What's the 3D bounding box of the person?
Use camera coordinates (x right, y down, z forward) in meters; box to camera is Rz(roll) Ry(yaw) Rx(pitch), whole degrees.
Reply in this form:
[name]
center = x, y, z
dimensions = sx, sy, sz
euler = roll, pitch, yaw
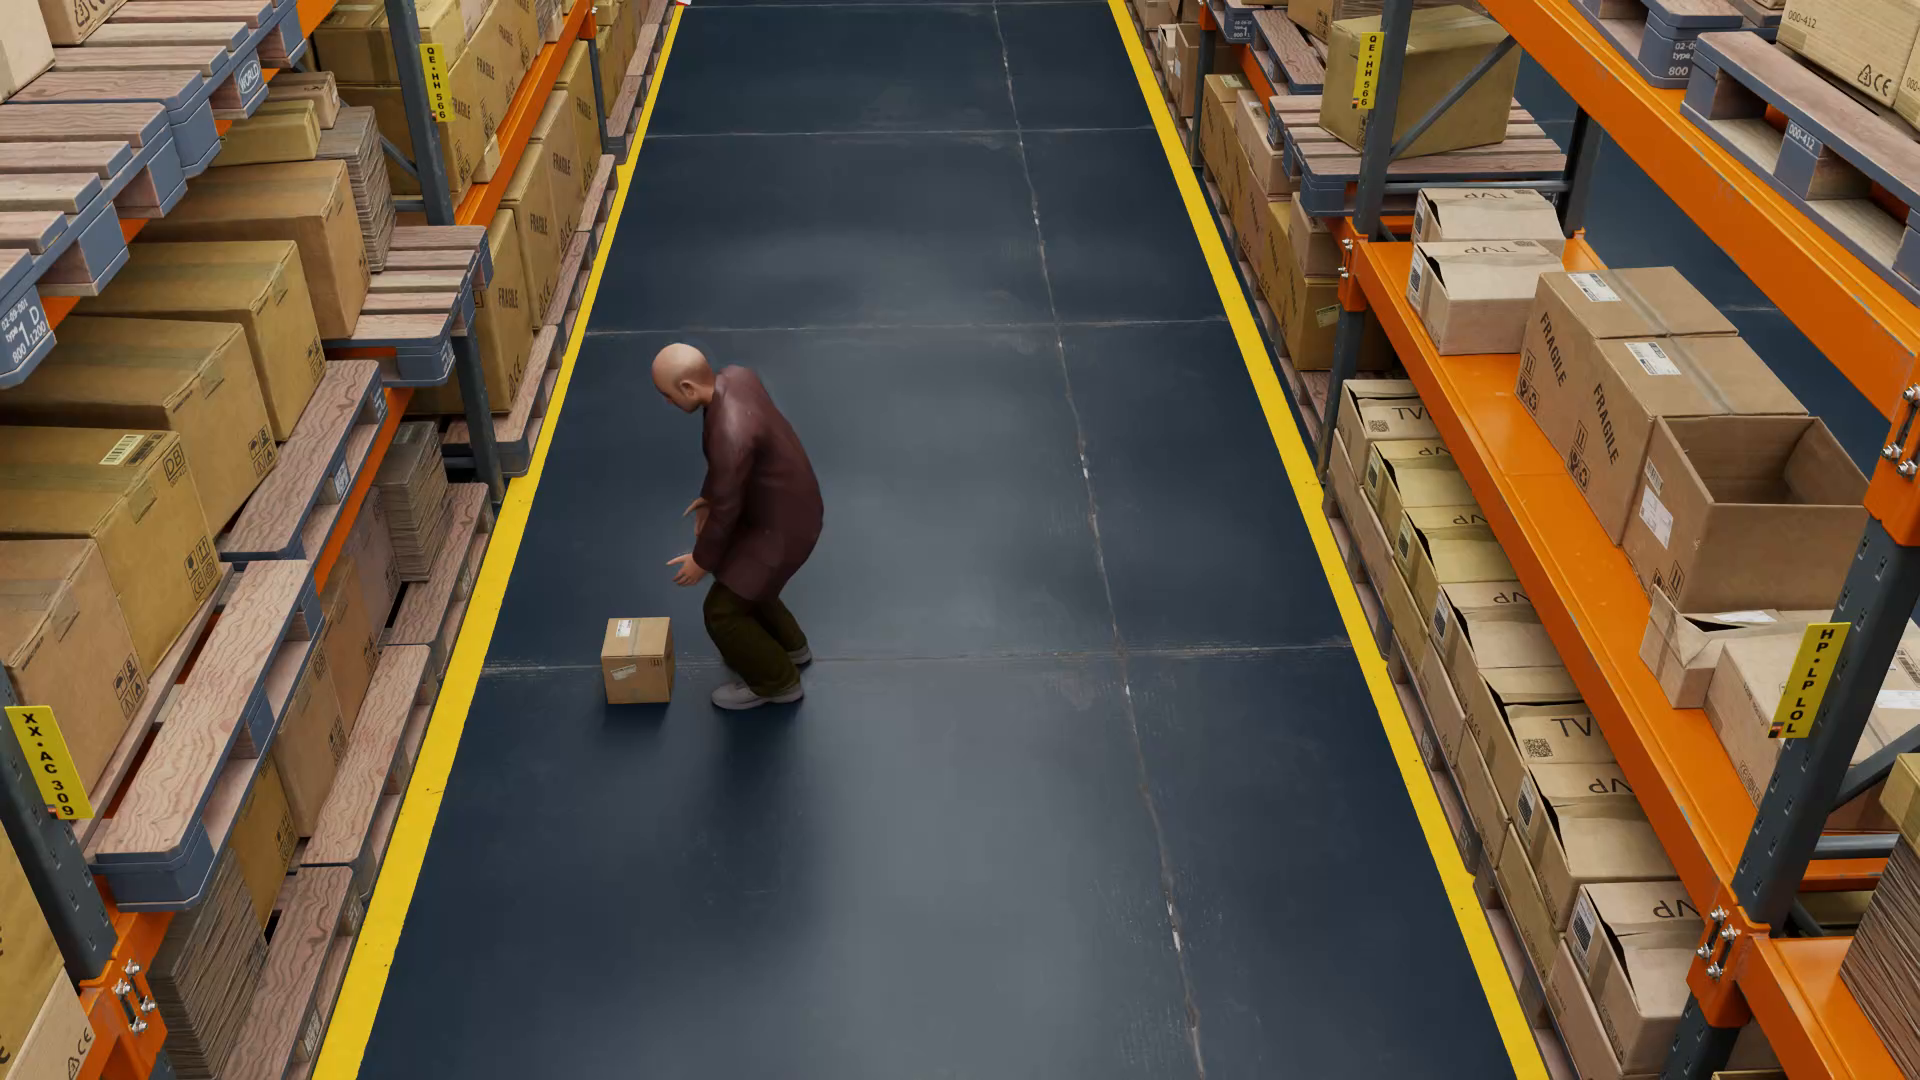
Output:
[person]
center = -0.819, -0.049, 6.410
dimensions = 0.588, 1.577, 0.623
euler = -1, 35, -2
